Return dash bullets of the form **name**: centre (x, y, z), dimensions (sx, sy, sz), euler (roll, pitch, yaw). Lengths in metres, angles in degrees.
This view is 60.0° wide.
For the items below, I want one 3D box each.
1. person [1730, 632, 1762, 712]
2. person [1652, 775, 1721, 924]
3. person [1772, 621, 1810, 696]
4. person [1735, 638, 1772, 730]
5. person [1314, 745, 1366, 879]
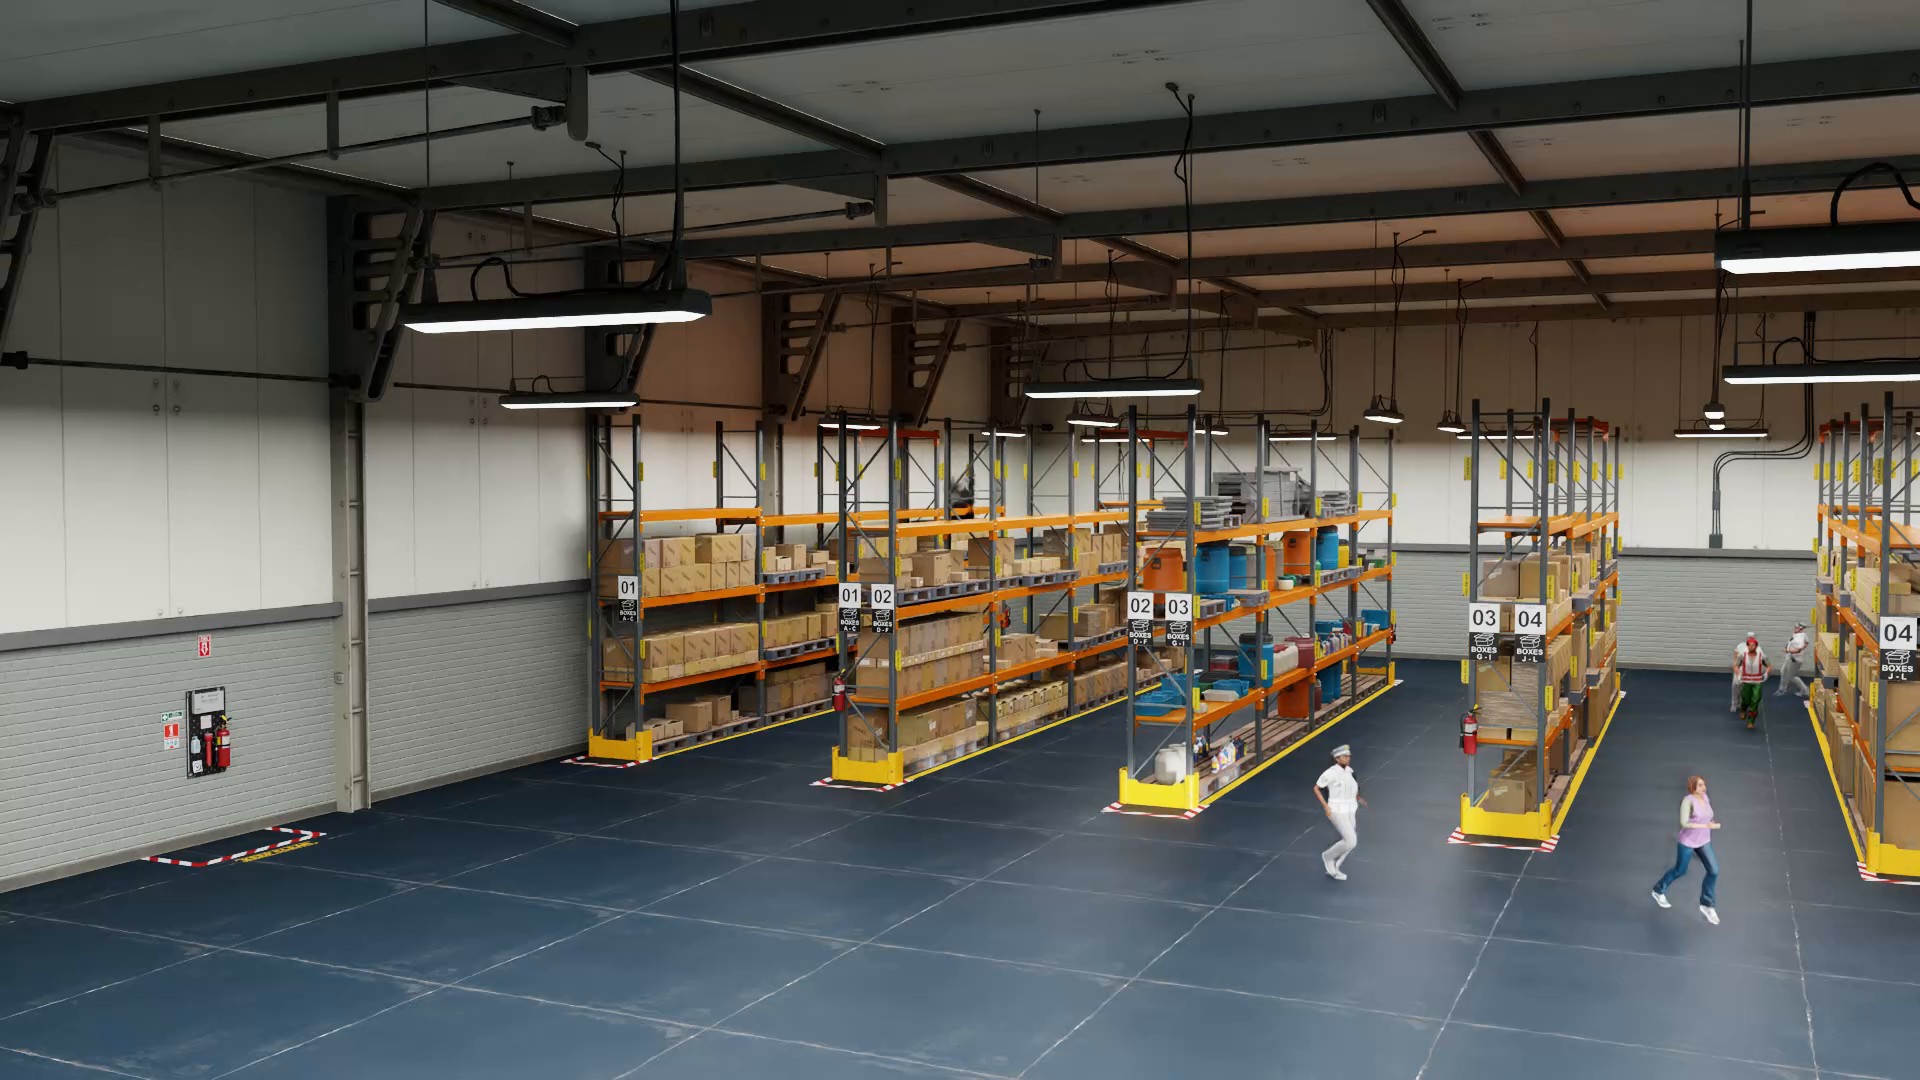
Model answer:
- **person**: centre (16.442, 2.743, 34.755), dimensions (0.602, 1.654, 0.847), euler (2, 3, 34)
- **person**: centre (8.215, 3.433, 18.685), dimensions (0.547, 1.632, 0.845), euler (-1, 3, -23)
- **person**: centre (18.347, 2.638, 36.725), dimensions (0.766, 1.750, 0.794), euler (1, 3, 30)
- **person**: centre (15.514, 2.796, 32.533), dimensions (0.658, 1.763, 0.700), euler (1, 3, 26)
- **person**: centre (4.702, 3.328, 20.306), dimensions (0.560, 1.659, 0.569), euler (-2, 3, -39)
